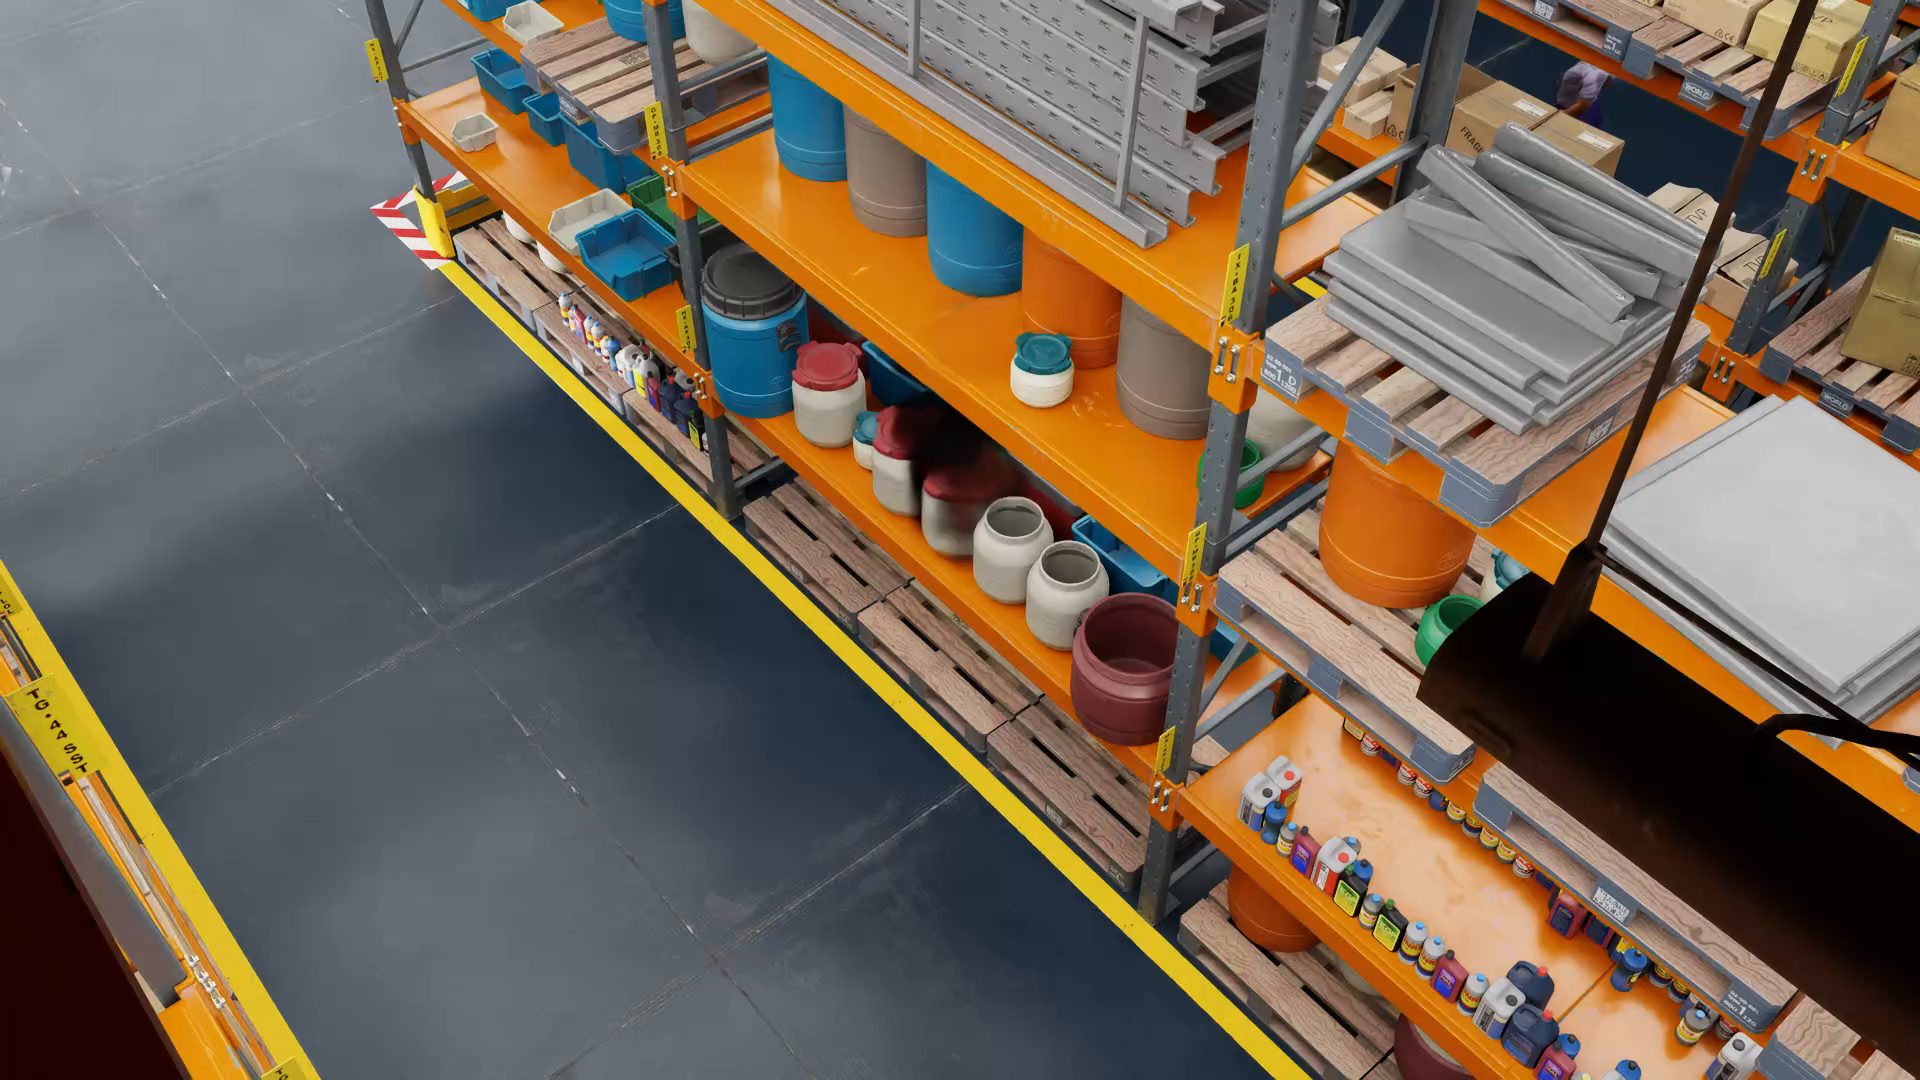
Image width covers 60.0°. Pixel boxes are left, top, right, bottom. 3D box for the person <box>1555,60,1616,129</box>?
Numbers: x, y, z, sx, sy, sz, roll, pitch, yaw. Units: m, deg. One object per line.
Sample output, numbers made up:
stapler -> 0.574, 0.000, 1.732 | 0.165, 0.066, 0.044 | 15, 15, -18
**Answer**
person -> 4.776, -3.314, 13.022 | 0.600, 1.599, 0.540 | -34, 55, -28
